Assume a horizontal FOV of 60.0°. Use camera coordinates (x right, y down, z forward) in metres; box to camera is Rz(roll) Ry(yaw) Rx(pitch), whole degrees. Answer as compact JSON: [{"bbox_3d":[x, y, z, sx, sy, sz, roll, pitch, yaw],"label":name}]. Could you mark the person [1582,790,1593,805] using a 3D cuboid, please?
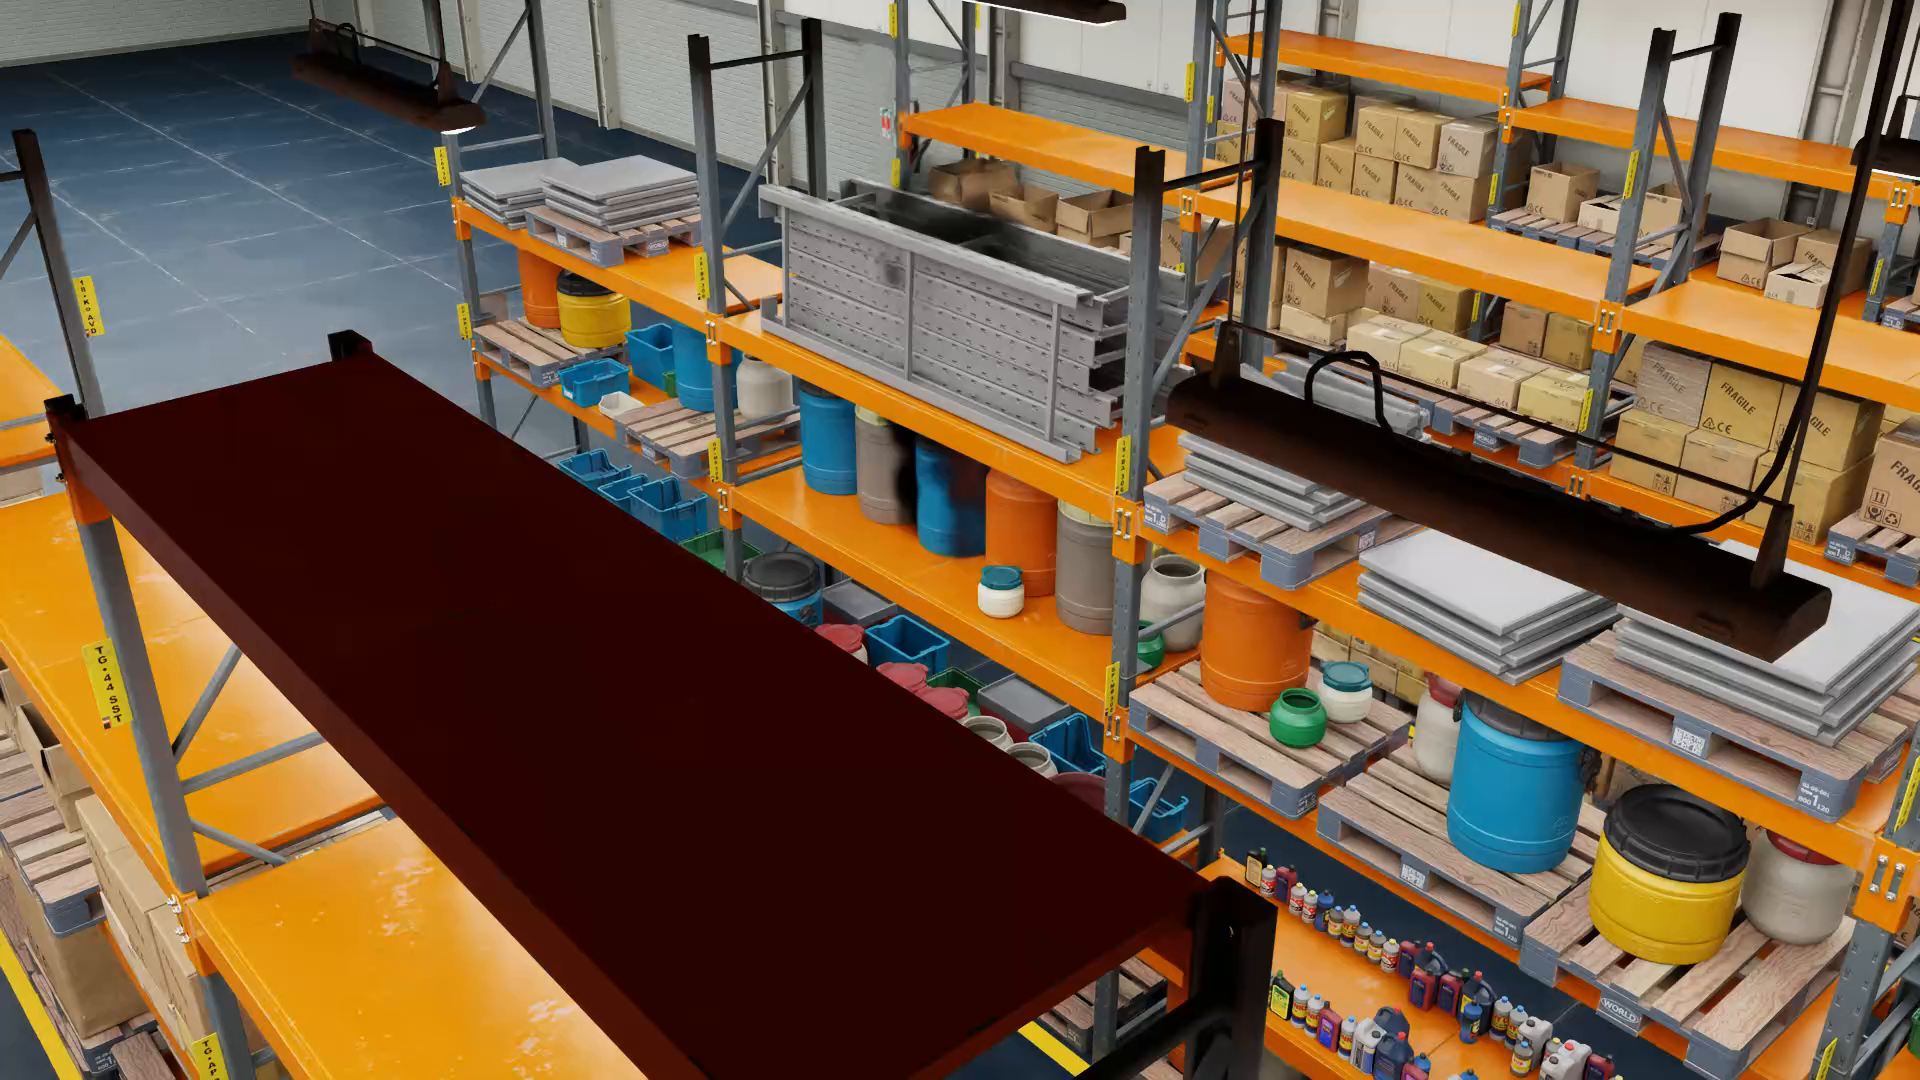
[{"bbox_3d":[4.003,2.213,11.181,0.892,1.395,0.537,18,32,31],"label":"person"}]
